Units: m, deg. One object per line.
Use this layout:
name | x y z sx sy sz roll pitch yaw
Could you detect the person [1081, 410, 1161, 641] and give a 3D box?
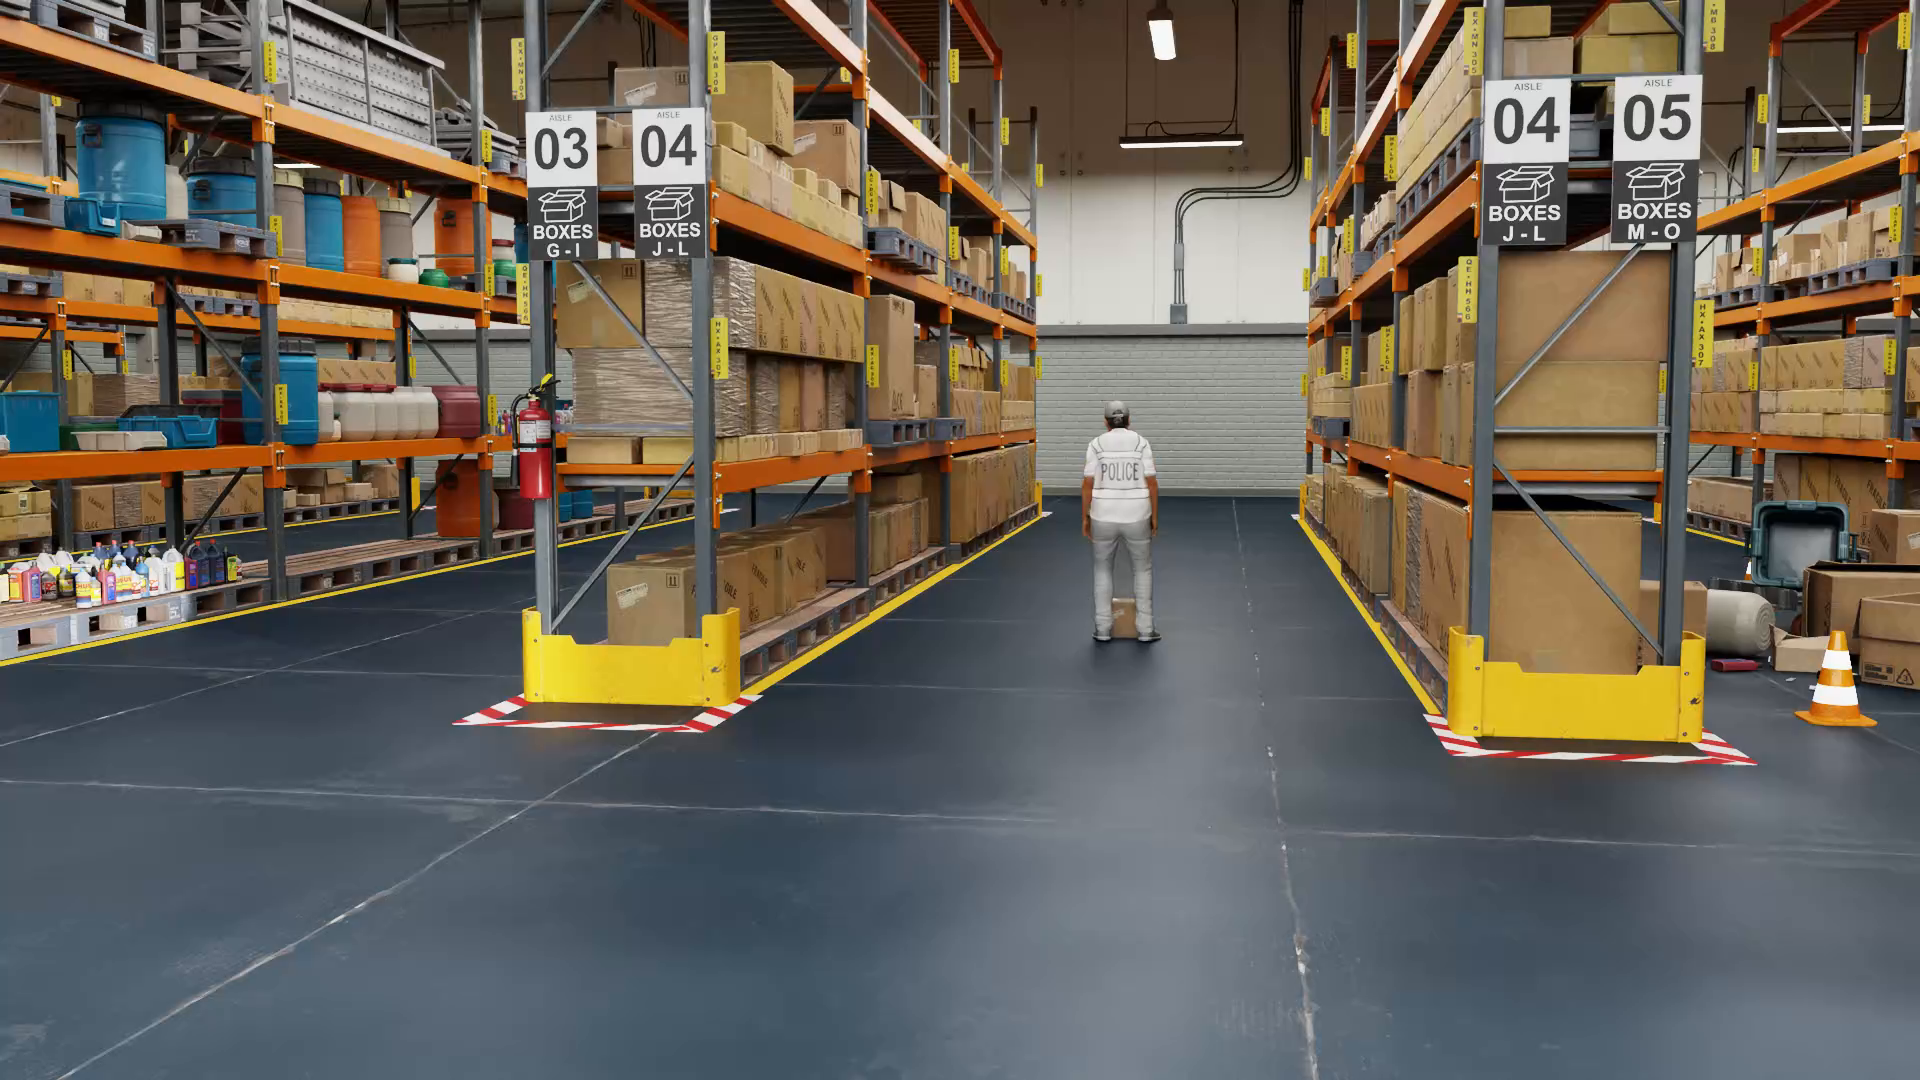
person | 1.120 -0.124 11.501 0.563 1.651 0.403 0 5 5
